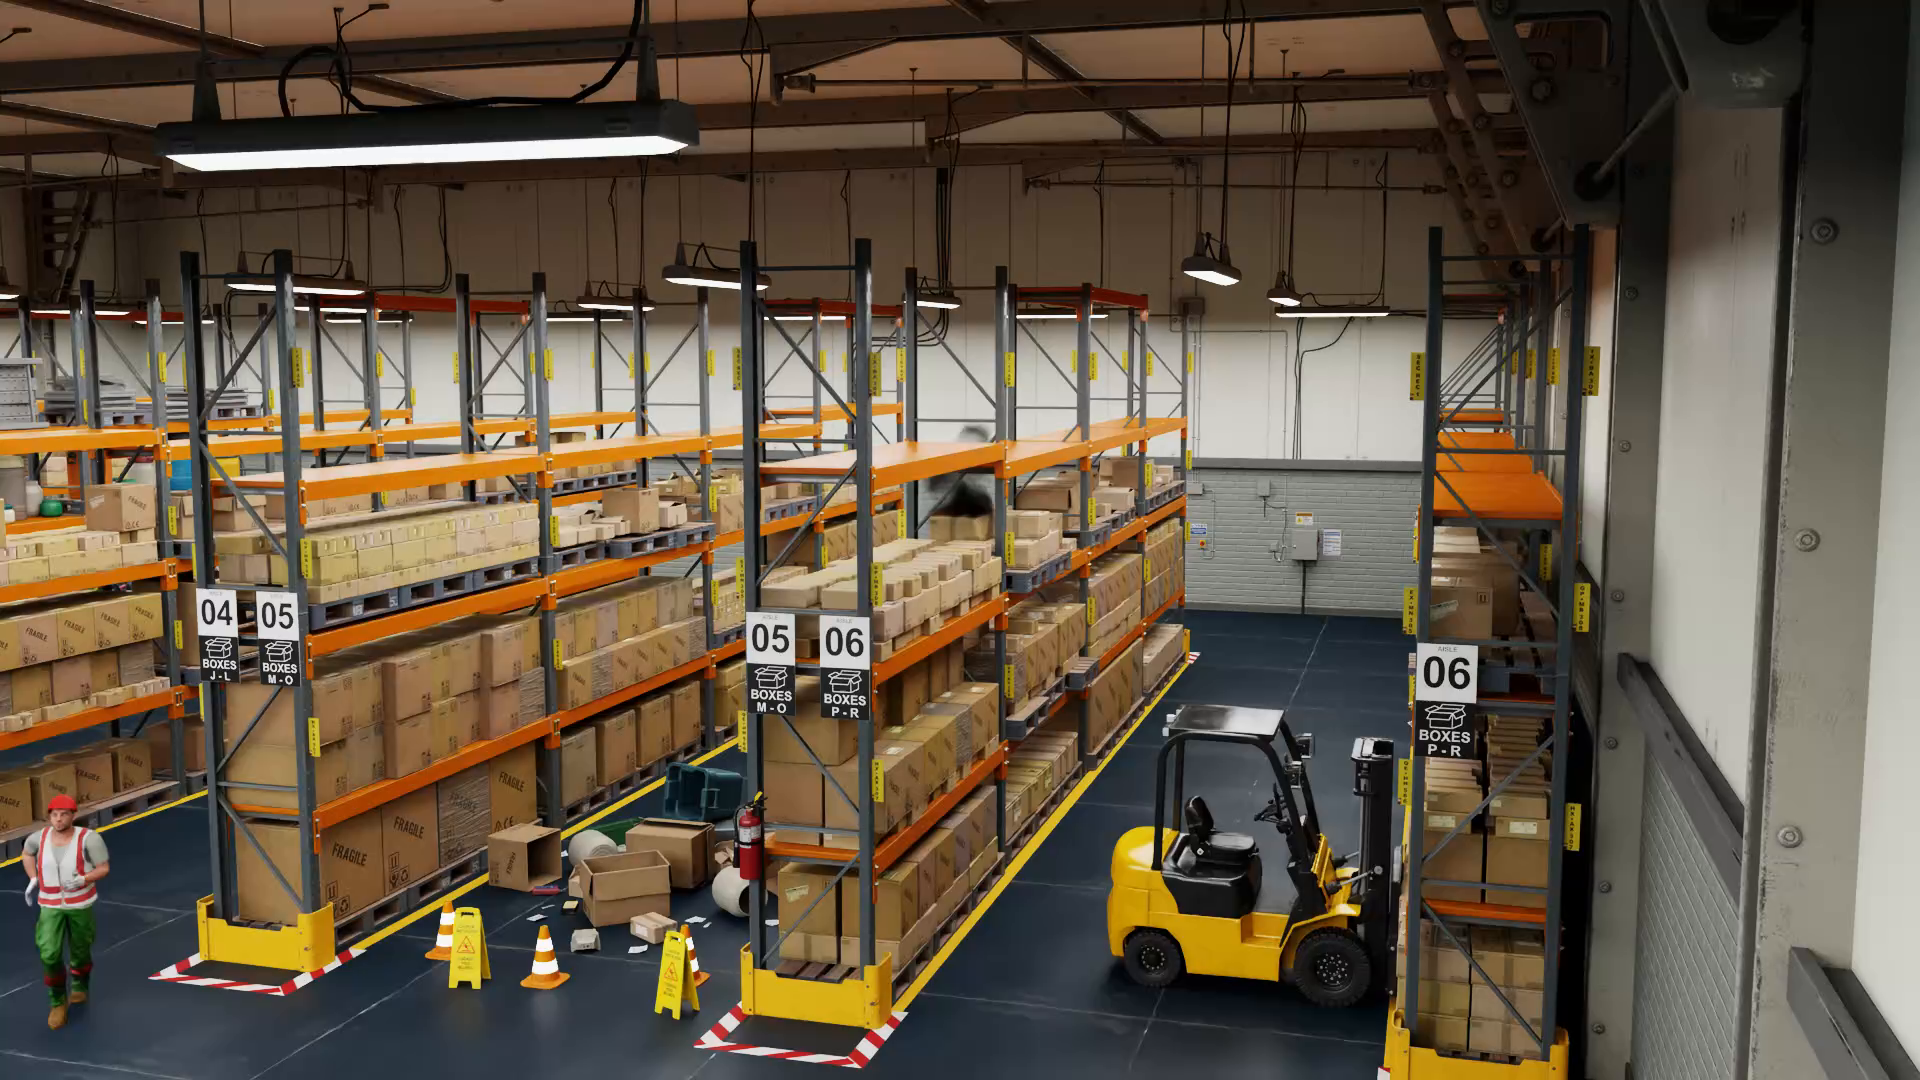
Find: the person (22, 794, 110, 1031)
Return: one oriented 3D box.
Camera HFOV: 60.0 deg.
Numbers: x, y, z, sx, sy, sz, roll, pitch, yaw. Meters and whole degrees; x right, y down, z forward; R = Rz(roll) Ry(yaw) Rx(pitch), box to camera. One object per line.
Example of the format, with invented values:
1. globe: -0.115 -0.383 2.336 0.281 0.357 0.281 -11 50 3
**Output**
1. person: -6.918 2.845 12.866 0.645 1.800 0.741 -2 7 -18
